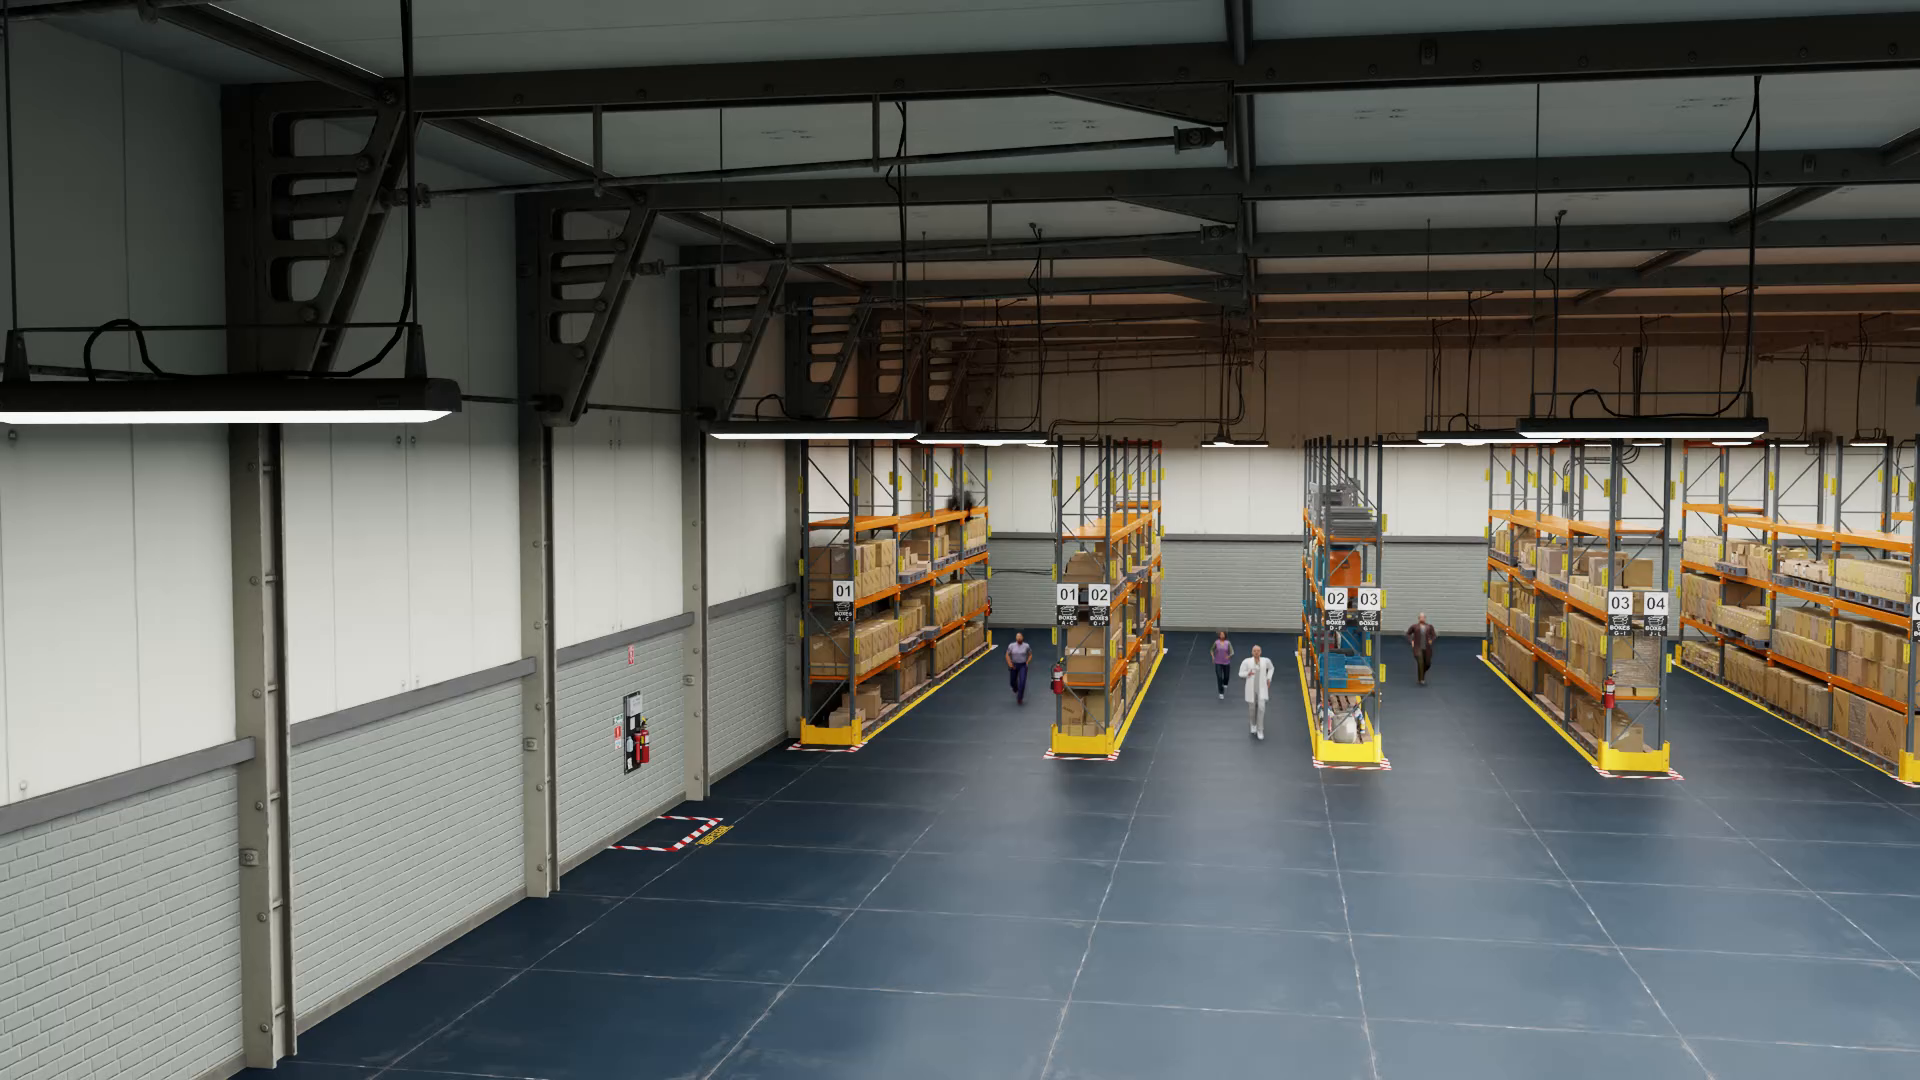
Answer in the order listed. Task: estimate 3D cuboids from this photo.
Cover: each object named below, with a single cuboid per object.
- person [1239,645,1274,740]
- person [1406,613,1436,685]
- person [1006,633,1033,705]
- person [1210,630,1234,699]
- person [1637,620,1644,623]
[{"bbox_3d":[5.920,3.118,33.229,0.690,1.611,0.910,1,3,10],"label":"person"},{"bbox_3d":[11.290,2.653,40.700,0.715,1.735,0.826,0,3,4],"label":"person"},{"bbox_3d":[1.343,2.907,37.711,0.605,1.619,0.809,0,3,6],"label":"person"},{"bbox_3d":[6.052,2.862,38.443,0.546,1.560,0.730,0,3,8],"label":"person"},{"bbox_3d":[17.835,2.483,43.586,0.675,1.788,0.673,1,3,12],"label":"person"}]
